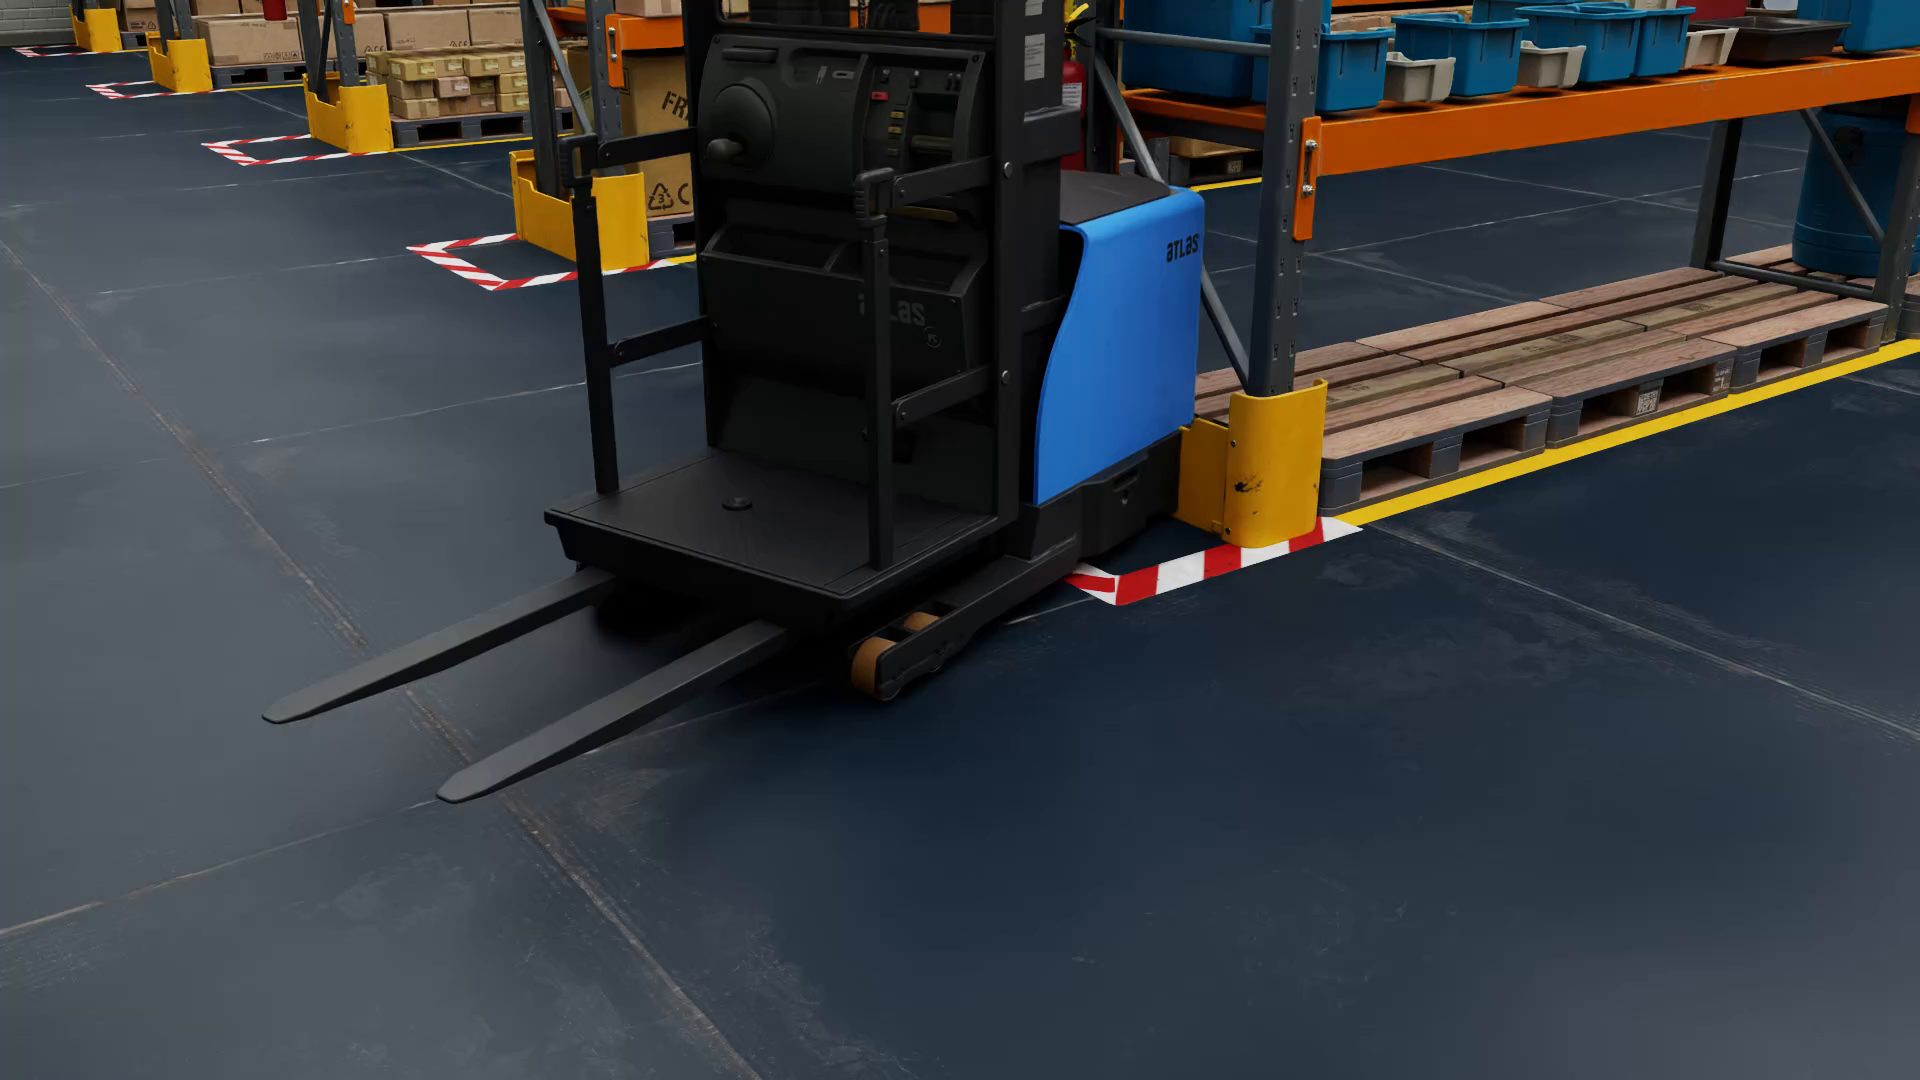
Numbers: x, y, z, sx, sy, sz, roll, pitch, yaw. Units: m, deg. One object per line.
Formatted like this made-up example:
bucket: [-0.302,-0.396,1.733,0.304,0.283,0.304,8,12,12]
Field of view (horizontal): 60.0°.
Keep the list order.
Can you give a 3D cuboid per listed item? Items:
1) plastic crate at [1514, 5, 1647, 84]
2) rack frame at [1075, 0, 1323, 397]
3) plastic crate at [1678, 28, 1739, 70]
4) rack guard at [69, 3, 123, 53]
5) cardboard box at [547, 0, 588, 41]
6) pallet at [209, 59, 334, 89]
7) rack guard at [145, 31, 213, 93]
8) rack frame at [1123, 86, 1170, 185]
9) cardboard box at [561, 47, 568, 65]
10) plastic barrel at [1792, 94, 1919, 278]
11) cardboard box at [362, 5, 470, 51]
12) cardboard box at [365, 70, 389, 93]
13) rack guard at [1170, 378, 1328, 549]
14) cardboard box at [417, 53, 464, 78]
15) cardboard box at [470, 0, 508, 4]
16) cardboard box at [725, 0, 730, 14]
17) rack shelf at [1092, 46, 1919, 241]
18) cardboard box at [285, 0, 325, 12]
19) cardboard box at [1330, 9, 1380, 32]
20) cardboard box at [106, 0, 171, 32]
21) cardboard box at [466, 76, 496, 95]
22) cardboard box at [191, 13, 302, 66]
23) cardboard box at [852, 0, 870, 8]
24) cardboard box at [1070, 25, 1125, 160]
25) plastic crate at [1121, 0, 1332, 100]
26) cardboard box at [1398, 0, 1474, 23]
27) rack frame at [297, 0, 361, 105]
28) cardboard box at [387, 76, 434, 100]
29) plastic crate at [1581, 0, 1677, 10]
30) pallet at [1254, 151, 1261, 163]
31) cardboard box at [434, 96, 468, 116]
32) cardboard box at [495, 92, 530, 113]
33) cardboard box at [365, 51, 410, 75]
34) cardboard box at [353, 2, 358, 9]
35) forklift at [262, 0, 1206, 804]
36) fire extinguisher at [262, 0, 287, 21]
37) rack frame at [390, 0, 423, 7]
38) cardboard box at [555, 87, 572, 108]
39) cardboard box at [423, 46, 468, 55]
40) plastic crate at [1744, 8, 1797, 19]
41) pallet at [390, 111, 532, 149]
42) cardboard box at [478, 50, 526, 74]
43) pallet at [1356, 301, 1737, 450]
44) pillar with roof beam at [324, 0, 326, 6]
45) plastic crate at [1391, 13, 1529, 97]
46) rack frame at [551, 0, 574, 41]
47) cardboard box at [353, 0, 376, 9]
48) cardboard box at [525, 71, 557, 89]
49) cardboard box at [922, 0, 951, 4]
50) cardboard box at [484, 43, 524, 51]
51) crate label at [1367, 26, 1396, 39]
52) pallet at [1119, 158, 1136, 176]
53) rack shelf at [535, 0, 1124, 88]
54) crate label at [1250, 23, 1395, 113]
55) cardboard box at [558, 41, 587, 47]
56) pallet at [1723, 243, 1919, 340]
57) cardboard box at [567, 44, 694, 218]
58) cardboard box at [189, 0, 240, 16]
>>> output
plastic crate: [2.193,-1.767,5.923,0.300,0.233,0.416,-15,26,-33]
rack frame: [0.731,-1.578,5.303,0.127,3.000,1.000,-15,26,-33]
plastic crate: [2.740,-1.882,6.339,0.466,0.136,0.293,-15,26,-33]
rack guard: [-10.789,-6.397,20.753,0.348,0.500,1.175,-15,26,-33]
cardboard box: [-4.245,-6.281,19.391,0.875,0.875,0.875,-14,26,-31]
pallet: [-7.345,-4.951,17.518,1.213,0.211,1.003,-15,26,-33]
rack guard: [-7.968,-4.883,16.959,0.348,0.500,1.175,-15,26,-33]
rack frame: [1.086,-3.934,11.207,0.127,3.000,1.000,-15,26,-33]
cardboard box: [-3.295,-4.031,13.929,0.250,0.149,0.380,-14,26,-32]
plastic barrel: [4.430,-1.777,8.066,0.708,0.901,0.600,-15,26,-33]
cardboard box: [-6.000,-5.622,18.330,0.875,0.438,0.875,-16,27,-34]
cardboard box: [-4.714,-3.791,13.728,0.250,0.149,0.380,-16,27,-34]
rack guard: [0.720,-0.408,5.743,0.348,0.500,1.175,-15,26,-33]
cardboard box: [-4.199,-3.836,13.440,0.250,0.149,0.380,-14,26,-32]
cardboard box: [-6.653,-7.597,23.193,0.500,0.500,0.500,-15,26,-34]
cardboard box: [-1.473,-2.985,9.168,0.250,0.149,0.380,-15,26,-34]
rack shelf: [2.355,-1.677,6.521,4.000,0.370,1.077,-15,26,-33]
cardboard box: [-8.740,-7.078,21.892,0.500,0.500,0.700,-16,27,-35]
cardboard box: [2.319,-3.480,12.370,0.875,0.875,1.225,-16,27,-35]
cardboard box: [-10.299,-6.681,20.894,0.637,0.503,0.797,-16,27,-35]
cardboard box: [-3.998,-3.749,13.623,0.250,0.149,0.380,-15,26,-32]
cardboard box: [-7.471,-5.227,17.339,0.875,0.438,0.875,-16,27,-35]
cardboard box: [-0.638,-3.208,9.727,0.250,0.149,0.380,-15,26,-33]
cardboard box: [0.503,-3.023,11.225,0.875,0.875,0.875,-15,26,-33]
plastic crate: [0.894,-1.751,5.608,0.499,0.435,0.616,-15,26,-33]
cardboard box: [3.760,-3.865,13.334,0.875,0.875,1.225,-16,27,-35]
rack frame: [-4.976,-4.582,12.831,0.127,3.000,1.000,-15,26,-33]
cardboard box: [-4.401,-3.627,13.318,0.250,0.149,0.380,-14,26,-31]
plastic crate: [2.631,-2.141,6.794,0.530,0.282,0.437,-15,26,-33]
pallet: [2.659,-3.094,12.865,1.213,0.211,1.003,-15,26,-33]
cardboard box: [-4.199,-3.551,13.529,0.250,0.149,0.380,-15,26,-33]
cardboard box: [-3.730,-3.629,13.724,0.250,0.149,0.380,-15,26,-32]
cardboard box: [-4.694,-3.920,13.650,0.250,0.149,0.380,-15,26,-32]
cardboard box: [-8.174,-7.046,22.130,0.258,0.266,0.396,-14,26,-31]
forklift: [-0.455,-1.142,4.305,1.130,2.935,3.031,14,26,32]
fire extinguisher: [-5.450,-4.457,13.126,0.183,0.674,0.296,-15,26,-33]
rack frame: [-7.604,-8.408,22.419,0.127,3.000,1.000,-15,26,-33]
cardboard box: [-3.325,-3.741,14.004,0.250,0.149,0.380,-16,27,-35]
cardboard box: [-4.321,-4.051,13.979,0.250,0.149,0.380,-16,27,-34]
plastic crate: [3.517,-2.291,7.366,0.243,0.136,0.396,-15,26,-33]
pallet: [-4.234,-3.468,13.803,1.213,0.211,1.003,-15,26,-33]
cardboard box: [-3.766,-3.931,13.677,0.250,0.149,0.380,-16,27,-35]
pallet: [2.413,-0.712,6.896,1.213,0.211,1.003,-15,26,-33]
pillar with roof beam: [-6.181,-10.019,18.363,0.400,9.000,9.100,-15,26,-33]
plastic crate: [1.659,-1.625,5.566,0.300,0.233,0.416,-15,26,-33]
rack frame: [-4.702,-6.915,18.678,0.127,3.000,1.000,-15,26,-33]
cardboard box: [-8.278,-7.282,22.659,0.500,0.311,0.500,-14,26,-31]
cardboard box: [-3.567,-3.858,13.896,0.250,0.149,0.380,-16,27,-35]
cardboard box: [-0.221,-3.319,10.006,0.250,0.149,0.380,-14,26,-32]
cardboard box: [-3.888,-4.163,14.260,0.250,0.149,0.380,-14,26,-31]
crate label: [1.743,-1.840,6.235,0.243,0.136,0.396,-15,26,-33]
pallet: [0.423,-2.497,11.370,1.213,0.211,1.003,-15,26,-33]
rack shelf: [-0.538,-3.167,10.255,4.000,0.370,1.077,-15,26,-33]
crate label: [1.124,-1.482,5.209,0.303,0.233,0.416,-15,26,-33]
cardboard box: [-3.413,-4.252,14.482,0.250,0.149,0.380,-15,26,-33]
pallet: [4.629,-1.303,8.377,1.213,0.211,1.003,-15,26,-33]
cardboard box: [-1.688,-2.439,9.761,0.875,0.875,0.875,-15,26,-33]
cardboard box: [-9.582,-6.853,21.329,0.500,0.500,0.700,-14,26,-31]
